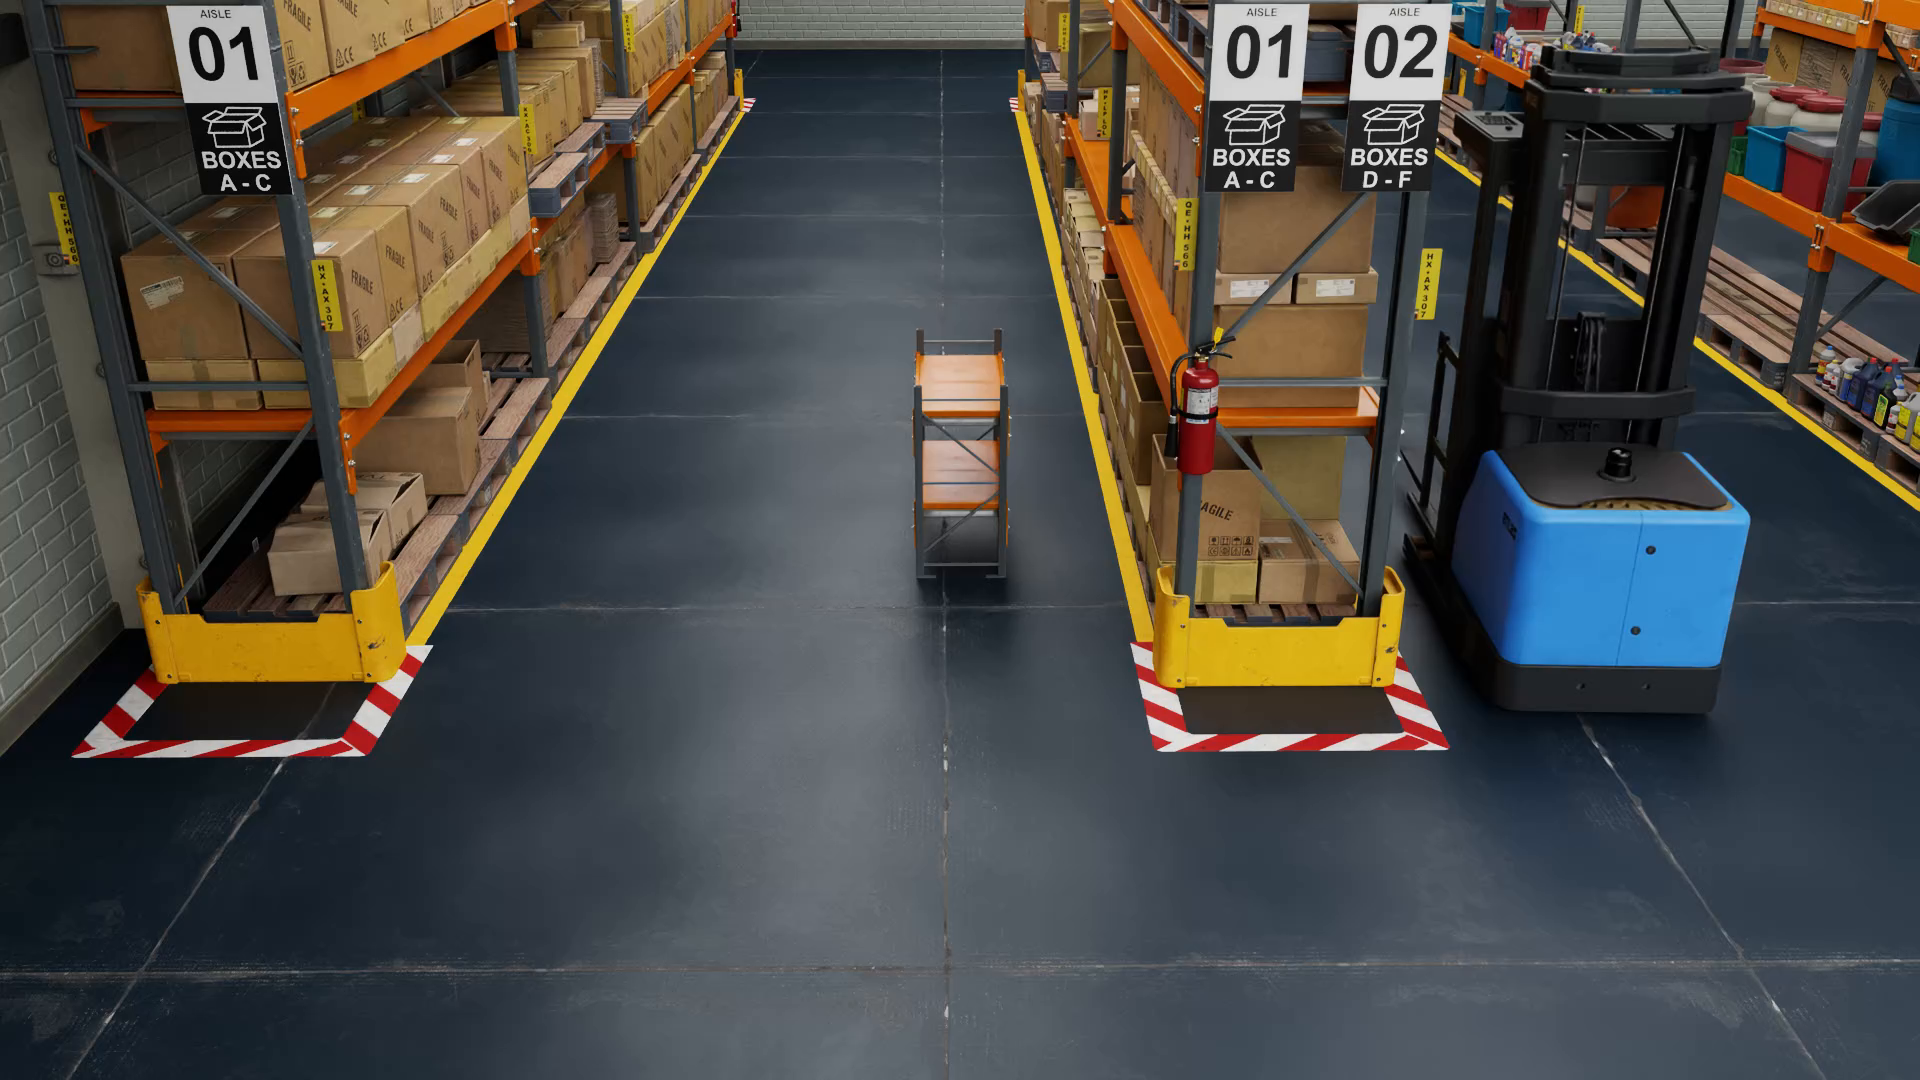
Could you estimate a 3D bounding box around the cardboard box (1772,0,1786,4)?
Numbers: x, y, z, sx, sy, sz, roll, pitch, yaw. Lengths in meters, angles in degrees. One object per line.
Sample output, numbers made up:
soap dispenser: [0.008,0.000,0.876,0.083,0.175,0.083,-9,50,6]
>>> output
cardboard box: [11.024,-7.230,21.917,0.500,0.250,0.500,-1,24,-2]

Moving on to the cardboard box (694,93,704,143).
cardboard box: [-3.432,-5.008,19.706,0.700,0.500,0.500,0,24,0]

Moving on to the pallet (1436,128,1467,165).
pallet: [6.333,-4.723,19.938,1.003,0.211,1.213,0,24,-1]

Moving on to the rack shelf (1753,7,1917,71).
rack shelf: [11.311,-6.210,20.713,1.077,0.370,4.000,0,24,-1]

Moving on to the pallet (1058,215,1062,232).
pallet: [1.500,-3.059,16.258,1.003,0.211,1.213,0,24,-1]

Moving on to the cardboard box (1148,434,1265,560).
cardboard box: [1.254,-0.225,8.526,0.500,0.500,0.500,0,24,-1]

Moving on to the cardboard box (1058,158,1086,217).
cardboard box: [1.225,-3.468,16.277,0.500,0.500,0.500,1,24,2]

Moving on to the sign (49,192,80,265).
sign: [-3.951,-1.379,7.371,0.100,0.325,0.005,0,24,-1]

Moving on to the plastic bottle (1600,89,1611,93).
plastic bottle: [5.992,-4.155,15.437,0.061,0.283,0.133,0,24,-1]

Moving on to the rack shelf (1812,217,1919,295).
rack shelf: [6.489,-1.243,9.731,1.077,0.370,4.000,0,24,-1]

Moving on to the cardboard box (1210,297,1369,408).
cardboard box: [1.565,-0.964,8.119,0.700,0.500,0.500,0,24,-1]

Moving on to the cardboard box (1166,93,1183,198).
cardboard box: [1.542,-2.207,9.295,0.700,0.500,0.500,0,24,-1]

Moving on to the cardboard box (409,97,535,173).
cardboard box: [-3.411,-2.806,11.659,0.700,0.500,0.500,0,24,0]

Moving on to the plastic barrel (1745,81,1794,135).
plastic barrel: [6.653,-3.497,13.707,0.421,0.512,0.421,0,24,0]

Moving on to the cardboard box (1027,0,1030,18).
cardboard box: [1.135,-6.968,21.394,0.500,0.500,0.500,0,24,-1]

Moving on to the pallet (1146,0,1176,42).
pallet: [1.559,-2.848,8.873,1.003,0.211,1.213,0,24,-1]

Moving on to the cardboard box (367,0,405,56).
cardboard box: [-3.129,-2.698,8.289,0.500,0.500,0.500,1,24,2]

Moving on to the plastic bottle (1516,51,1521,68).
plastic bottle: [5.984,-5.129,17.692,0.097,0.201,0.097,0,24,0]

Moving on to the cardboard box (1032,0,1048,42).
cardboard box: [1.208,-5.711,18.107,0.700,0.500,0.500,-9,26,-18]

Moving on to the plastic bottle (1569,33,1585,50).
plastic bottle: [6.575,-5.215,17.699,0.144,0.351,0.185,0,24,-1]

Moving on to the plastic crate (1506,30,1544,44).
plastic crate: [6.517,-5.791,19.161,0.396,0.136,0.243,0,24,-1]

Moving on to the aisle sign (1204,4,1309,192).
aisle sign: [1.265,-1.882,7.116,0.394,0.787,0.004,0,24,-1]

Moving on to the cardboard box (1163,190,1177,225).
cardboard box: [1.344,-1.863,9.320,0.380,0.149,0.250,-1,24,-1]

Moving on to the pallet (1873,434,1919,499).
pallet: [6.449,-0.343,10.253,1.003,0.211,1.213,0,24,-1]

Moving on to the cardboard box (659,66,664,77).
cardboard box: [-3.270,-4.880,17.179,0.380,0.149,0.250,-1,24,-2]

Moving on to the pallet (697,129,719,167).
pallet: [-3.457,-4.690,19.863,1.003,0.211,1.213,0,24,-1]

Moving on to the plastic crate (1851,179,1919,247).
plastic crate: [6.345,-2.150,10.939,0.767,0.338,0.504,0,24,-1]

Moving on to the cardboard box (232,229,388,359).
cardboard box: [-3.101,-1.182,7.972,0.500,0.500,0.500,0,24,0]

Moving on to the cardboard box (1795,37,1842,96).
cardboard box: [11.386,-5.947,21.327,0.875,0.875,0.875,0,24,-1]

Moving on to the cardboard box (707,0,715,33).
cardboard box: [-3.537,-6.607,20.355,0.980,0.700,0.700,-1,24,-3]

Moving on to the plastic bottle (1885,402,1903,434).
plastic bottle: [6.043,-0.791,10.721,0.097,0.201,0.097,0,24,0]

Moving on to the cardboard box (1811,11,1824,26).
cardboard box: [10.979,-6.570,20.941,0.380,0.149,0.250,-1,24,-1]

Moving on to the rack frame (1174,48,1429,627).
rack frame: [1.558,-0.726,7.714,1.000,3.000,0.127,0,24,-1]

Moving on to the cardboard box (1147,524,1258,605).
cardboard box: [1.256,0.116,8.680,0.500,0.250,0.500,0,24,-1]

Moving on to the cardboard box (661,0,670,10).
cardboard box: [-3.264,-5.566,17.001,0.500,0.250,0.500,0,24,0]

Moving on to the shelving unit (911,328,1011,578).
shelving unit: [0.000,-0.515,9.524,0.538,1.125,1.048,0,24,-1]

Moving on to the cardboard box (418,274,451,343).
cardboard box: [-3.103,-1.269,9.074,0.500,0.250,0.500,-1,24,-1]

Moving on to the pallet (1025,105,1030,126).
pallet: [1.393,-5.688,22.071,1.003,0.211,1.213,0,24,-1]

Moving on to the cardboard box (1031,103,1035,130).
cardboard box: [1.129,-5.188,20.311,0.500,0.311,0.500,0,24,-1]

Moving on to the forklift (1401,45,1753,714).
forklift: [3.082,-1.086,8.595,1.130,2.935,3.031,1,24,2]

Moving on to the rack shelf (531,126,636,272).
rack shelf: [-3.461,-2.846,13.277,1.077,0.370,4.000,0,24,-1]

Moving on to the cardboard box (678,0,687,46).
cardboard box: [-3.270,-5.648,18.091,0.500,0.500,0.500,-1,24,-1]

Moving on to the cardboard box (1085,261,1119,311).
cardboard box: [1.211,-1.948,12.563,0.500,0.311,0.500,0,24,1]

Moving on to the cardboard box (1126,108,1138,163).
cardboard box: [1.516,-2.953,12.518,0.500,0.500,0.500,1,24,3]

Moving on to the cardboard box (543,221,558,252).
cardboard box: [-3.482,-2.452,13.122,0.500,0.250,0.500,-1,24,-2]

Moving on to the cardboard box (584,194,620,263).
cardboard box: [-3.423,-2.763,14.720,0.700,0.500,0.500,0,24,0]

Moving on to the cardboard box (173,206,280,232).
cardboard box: [-3.609,-1.385,8.420,0.500,0.500,0.500,0,24,0]

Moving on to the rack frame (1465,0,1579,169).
rack frame: [6.380,-5.691,18.693,1.000,3.000,0.127,0,24,-1]

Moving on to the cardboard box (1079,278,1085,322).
cardboard box: [1.210,-1.901,13.141,0.500,0.250,0.500,0,24,1]
